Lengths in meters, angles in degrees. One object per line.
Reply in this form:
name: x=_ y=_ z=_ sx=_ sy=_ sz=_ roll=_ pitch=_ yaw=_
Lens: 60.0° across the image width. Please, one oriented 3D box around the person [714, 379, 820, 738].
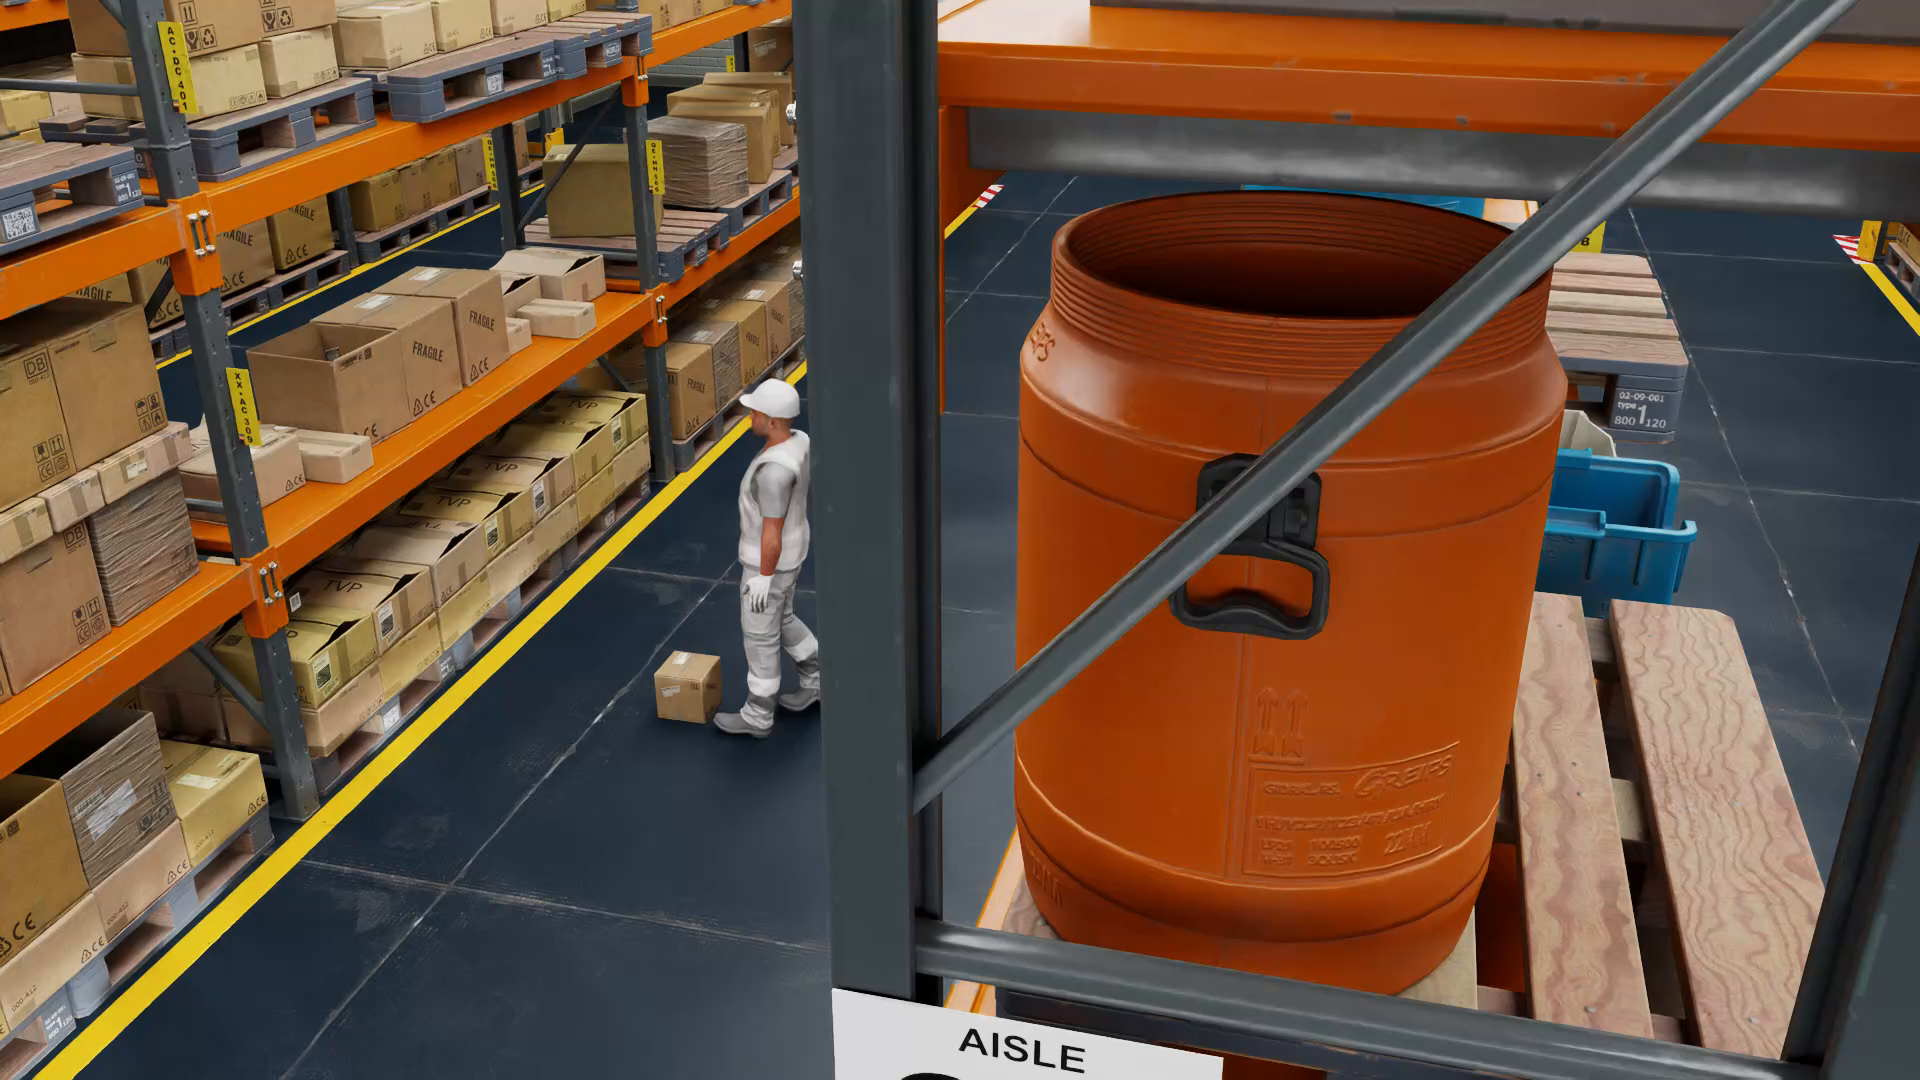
person: x=-0.927 y=0.088 z=7.881 sx=0.549 sy=1.791 sz=0.568 roll=4 pitch=25 yaw=8
